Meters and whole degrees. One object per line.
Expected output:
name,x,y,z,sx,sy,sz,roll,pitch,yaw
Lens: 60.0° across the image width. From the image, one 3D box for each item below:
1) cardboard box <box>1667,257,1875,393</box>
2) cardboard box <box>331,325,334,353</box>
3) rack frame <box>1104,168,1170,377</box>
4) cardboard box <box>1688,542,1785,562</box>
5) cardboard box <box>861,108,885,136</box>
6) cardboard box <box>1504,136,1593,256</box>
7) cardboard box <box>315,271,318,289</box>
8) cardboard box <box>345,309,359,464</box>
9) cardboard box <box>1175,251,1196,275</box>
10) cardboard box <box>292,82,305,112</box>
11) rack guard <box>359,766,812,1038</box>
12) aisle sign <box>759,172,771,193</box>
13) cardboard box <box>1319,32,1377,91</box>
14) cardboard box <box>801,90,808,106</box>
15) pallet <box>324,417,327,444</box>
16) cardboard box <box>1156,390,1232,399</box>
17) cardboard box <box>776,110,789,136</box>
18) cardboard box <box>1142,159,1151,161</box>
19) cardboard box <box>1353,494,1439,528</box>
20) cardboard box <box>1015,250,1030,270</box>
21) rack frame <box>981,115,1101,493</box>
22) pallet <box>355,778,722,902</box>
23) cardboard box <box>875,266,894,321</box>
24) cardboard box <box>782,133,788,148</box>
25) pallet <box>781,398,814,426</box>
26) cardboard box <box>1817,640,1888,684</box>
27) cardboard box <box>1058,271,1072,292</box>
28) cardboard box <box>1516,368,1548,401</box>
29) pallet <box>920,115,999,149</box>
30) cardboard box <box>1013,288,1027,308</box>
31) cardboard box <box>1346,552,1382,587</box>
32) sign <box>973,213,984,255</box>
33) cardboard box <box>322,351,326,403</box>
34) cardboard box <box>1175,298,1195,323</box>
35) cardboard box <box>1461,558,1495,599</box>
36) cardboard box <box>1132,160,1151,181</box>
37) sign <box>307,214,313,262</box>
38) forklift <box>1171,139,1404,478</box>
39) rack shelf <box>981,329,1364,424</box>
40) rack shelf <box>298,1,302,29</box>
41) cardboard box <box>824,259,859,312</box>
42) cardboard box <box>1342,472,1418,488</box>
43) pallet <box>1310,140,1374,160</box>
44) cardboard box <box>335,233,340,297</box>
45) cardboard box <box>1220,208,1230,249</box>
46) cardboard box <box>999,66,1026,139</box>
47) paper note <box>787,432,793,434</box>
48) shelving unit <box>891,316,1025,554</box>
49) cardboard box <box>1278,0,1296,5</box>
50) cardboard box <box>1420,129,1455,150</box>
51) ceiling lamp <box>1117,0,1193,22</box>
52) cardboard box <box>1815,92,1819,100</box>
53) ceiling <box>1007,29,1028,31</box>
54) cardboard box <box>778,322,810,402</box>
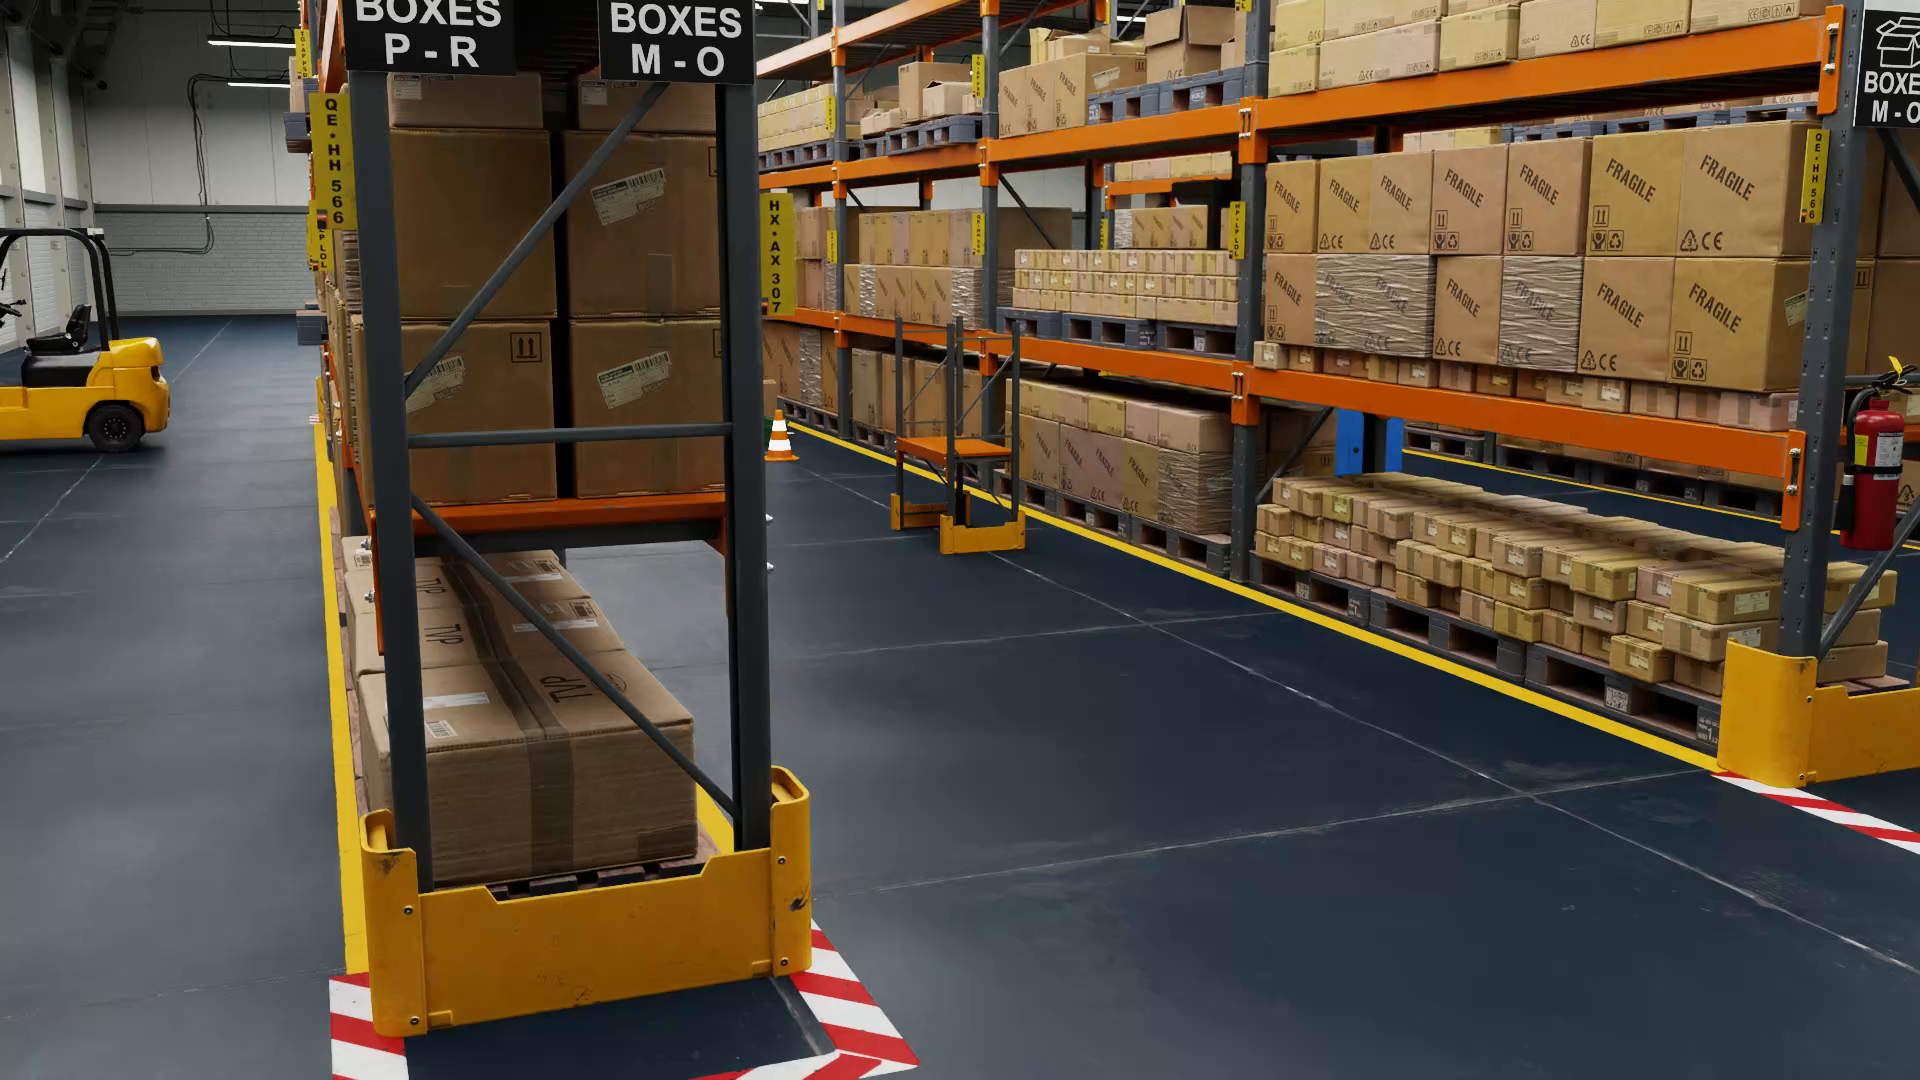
cardboard box,3.160,-0.851,6.505,0.500,0.500,0.500,-4,11,-20
cardboard box,-3.768,-1.321,10.711,0.500,0.250,0.500,-4,11,-23
rack frame,2.424,-3.508,22.578,1.000,3.000,0.127,-4,11,-21
cardboard box,3.506,0.112,7.469,0.380,0.149,0.250,-4,11,-21
cardboard box,-0.800,-4.109,16.291,0.258,0.266,0.396,-4,11,-22
cardboard box,2.785,-1.512,7.367,0.500,0.500,0.500,-3,11,-18
cardboard box,-4.719,-2.199,12.881,0.500,0.500,0.500,-5,11,-25
cardboard box,-1.799,-0.545,5.634,0.500,0.500,0.500,-4,11,-19
cardboard box,1.596,-1.766,10.605,0.380,0.149,0.250,-4,11,-23
cardboard box,-5.137,-3.552,13.487,0.500,0.250,0.500,-4,11,-22
rack guard,-1.006,0.967,4.557,1.175,0.500,0.348,-4,11,-21
aisle sign,-2.541,-4.482,20.631,0.394,0.787,0.004,-4,11,-21
cardboard box,2.225,-2.481,8.664,0.500,0.250,0.500,-4,11,-22
cardboard box,-1.488,-4.721,17.788,0.380,0.149,0.250,-4,11,-20
pallet,-6.085,-1.160,17.341,1.003,0.211,1.213,-4,11,-21
cardboard box,1.716,-0.904,11.736,0.500,0.250,0.500,-3,11,-19
cardboard box,-1.750,-4.673,18.657,0.500,0.250,0.500,-4,11,-21
cardboard box,2.551,-4.917,21.223,0.380,0.149,0.250,-3,11,-19
cardboard box,2.343,-0.150,8.941,0.380,0.149,0.250,-4,11,-22
cardboard box,0.652,-2.192,12.996,0.380,0.149,0.250,-4,11,-21
rack frame,0.664,-1.904,13.560,1.000,3.000,0.127,-4,11,-21
pallet,-1.377,0.980,5.310,1.003,0.211,1.213,-4,11,-21
cardboard box,-0.484,-2.339,15.720,0.500,0.500,0.500,-4,11,-21
cardboard box,-1.770,-4.454,18.565,0.380,0.149,0.250,-4,11,-21
pallet,-1.434,-1.513,19.322,1.003,0.211,1.213,-4,11,-21
cardboard box,3.671,0.493,7.027,0.380,0.149,0.250,-4,11,-20
cardboard box,0.944,-1.913,12.281,0.380,0.149,0.250,-4,11,-21
cardboard box,2.797,-0.726,7.653,0.380,0.149,0.250,-4,11,-23
pallet,0.381,-3.390,13.886,1.213,0.211,1.003,-3,11,-18
cardboard box,0.638,-1.901,13.063,0.380,0.149,0.250,-4,11,-22
cardboard box,2.319,0.144,8.985,0.380,0.149,0.250,-4,11,-22
sign,0.148,-2.438,13.257,0.100,0.325,0.005,-4,11,-21
cardboard box,-6.013,-1.611,16.423,0.500,0.500,0.500,-4,11,-20
cardboard box,1.602,-1.470,10.636,0.380,0.149,0.250,-4,11,-21
cardboard box,2.640,0.173,7.977,0.380,0.149,0.250,-3,11,-18
cardboard box,2.551,-4.732,21.323,0.500,0.250,0.500,-4,11,-22
sign,-4.416,-2.069,11.404,0.100,0.325,0.005,-4,11,-21
forklift,2.379,-1.864,13.533,1.130,2.935,3.031,-4,11,-19
rack shelf,1.388,-1.224,11.788,1.077,0.370,4.000,-4,11,-21
rack shelf,-6.087,-5.151,16.745,1.077,0.370,4.000,-4,11,-21
cardboard box,-0.931,-2.690,17.552,0.875,0.550,0.550,-4,11,-21
cardboard box,2.485,-0.306,9.817,0.380,0.149,0.250,-4,11,-19
pallet,4.377,-3.963,17.106,1.213,0.211,1.003,-4,11,-21
cardboard box,-2.165,-1.202,6.471,0.500,0.500,0.500,-4,11,-20
cardboard box,3.272,-3.681,19.558,0.500,0.500,0.500,-4,11,-21
cardboard box,0.623,-3.320,12.670,0.500,0.500,0.500,-4,11,-21
paper note,-1.873,-1.148,17.784,0.142,0.020,0.147,5,11,28
shelving unit,-0.028,-0.751,11.359,0.587,1.500,1.083,-4,11,-21
cardboard box,1.993,-3.034,9.208,0.380,0.149,0.250,-4,11,-22
cardboard box,4.730,-3.748,15.786,0.500,0.250,0.500,-4,11,-21
ceiling lamp,3.161,-10.659,28.981,2.000,3.185,0.800,-4,11,-21
cardboard box,6.553,-3.376,11.787,0.700,0.500,0.500,-4,11,-20
ceiling,3.188,-17.575,58.835,6.000,0.001,6.000,-4,11,-21
cardboard box,-1.607,-2.121,19.645,0.875,0.875,0.875,-4,11,-22
